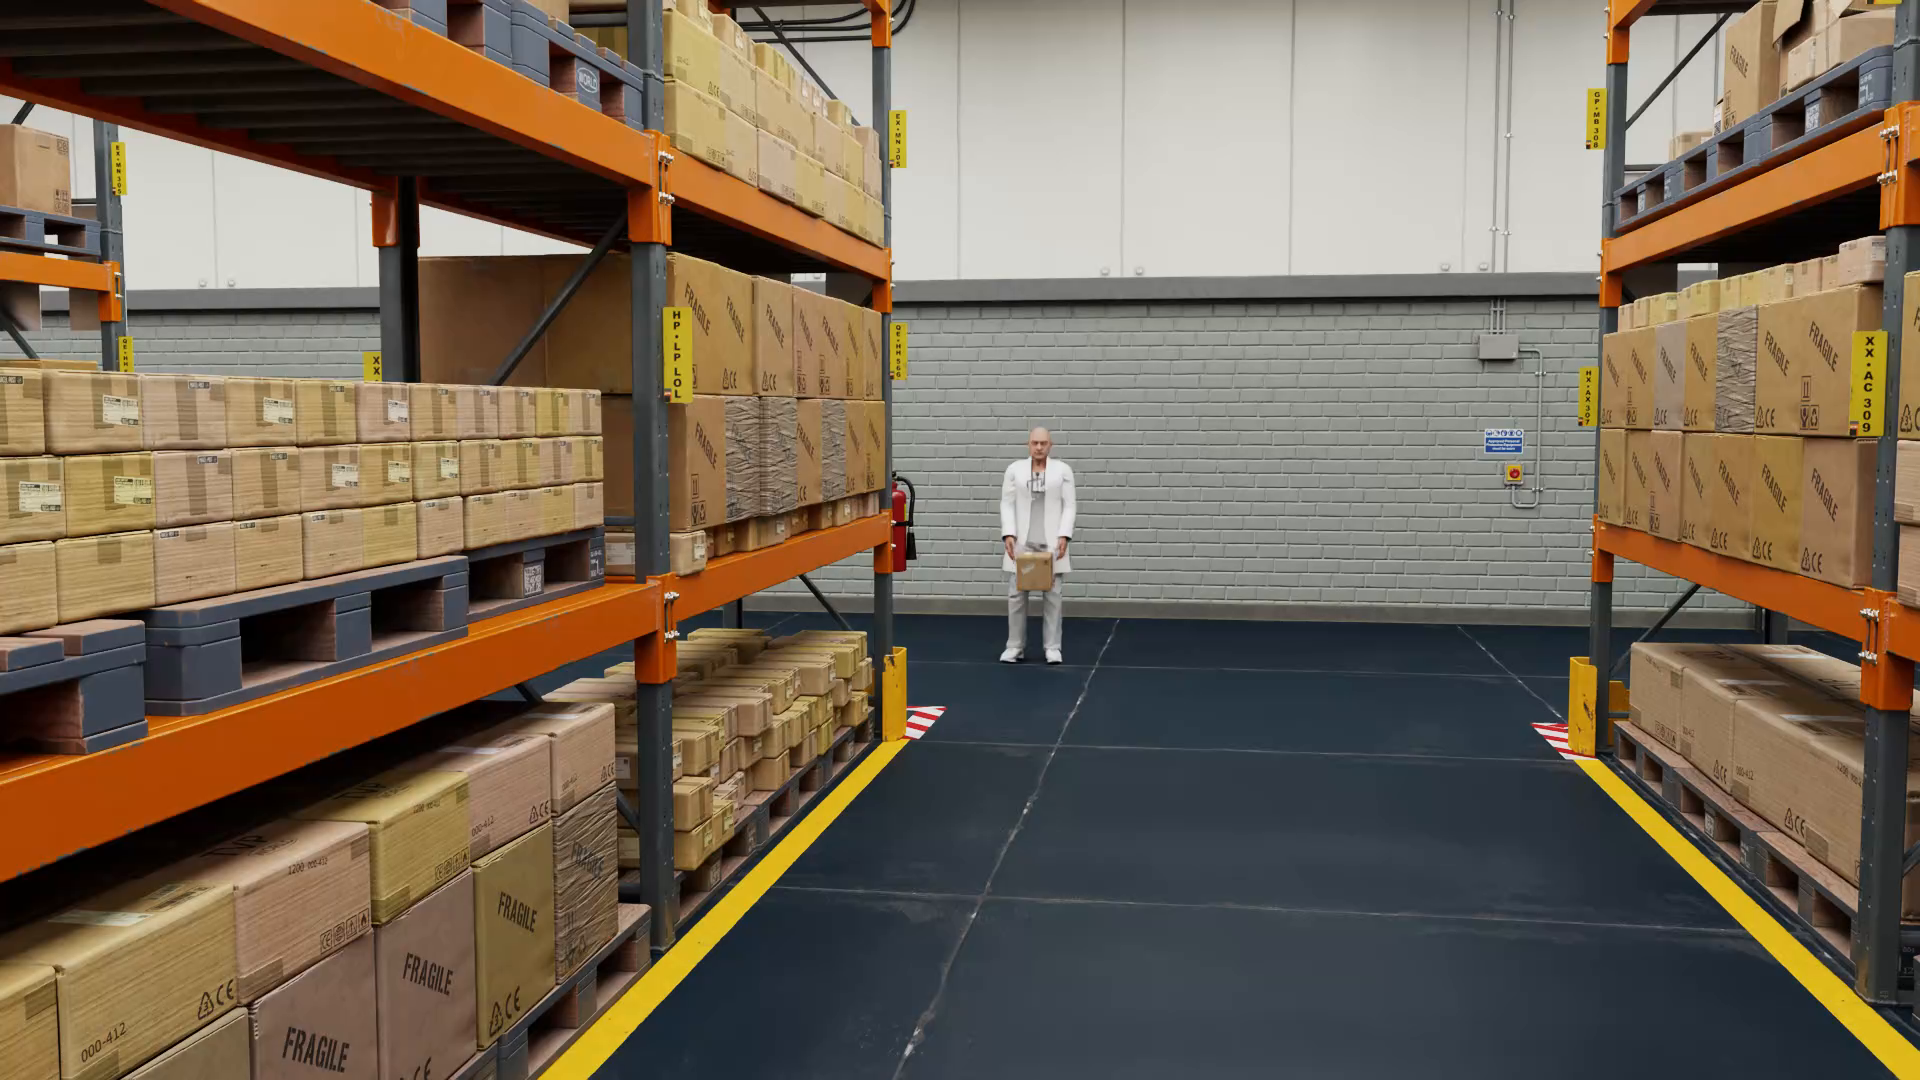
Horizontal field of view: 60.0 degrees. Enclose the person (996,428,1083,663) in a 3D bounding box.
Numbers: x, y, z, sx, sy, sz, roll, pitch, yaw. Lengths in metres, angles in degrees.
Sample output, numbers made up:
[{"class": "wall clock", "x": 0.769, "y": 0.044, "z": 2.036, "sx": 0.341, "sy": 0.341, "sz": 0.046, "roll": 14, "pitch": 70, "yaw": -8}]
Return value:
[{"class": "person", "x": 0.602, "y": 0.036, "z": 12.602, "sx": 0.656, "sy": 1.774, "sz": 0.416, "roll": 1, "pitch": 4, "yaw": 7}]
